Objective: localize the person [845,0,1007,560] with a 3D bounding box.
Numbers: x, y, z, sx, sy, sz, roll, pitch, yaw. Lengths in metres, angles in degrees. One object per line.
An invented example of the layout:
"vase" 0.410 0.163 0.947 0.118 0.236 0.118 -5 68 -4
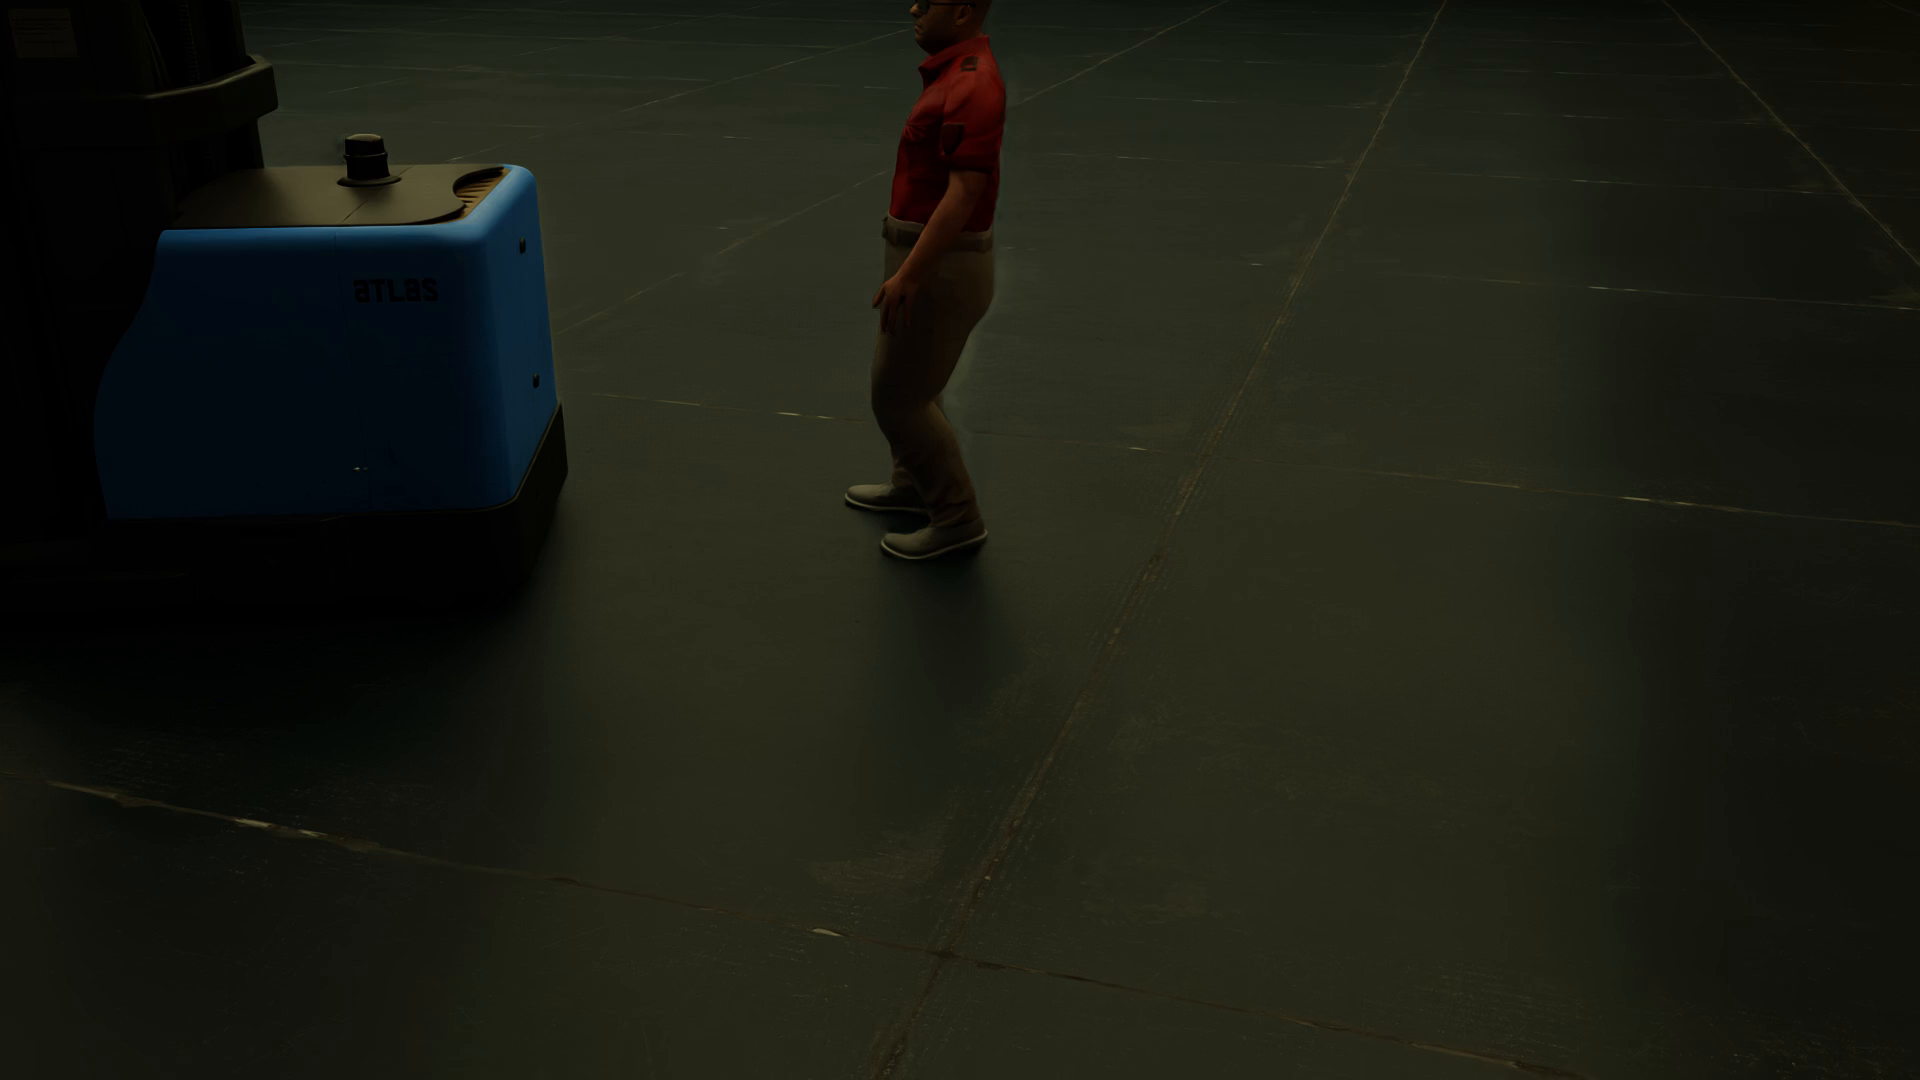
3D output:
"person" -0.124 -0.779 4.809 0.502 1.712 0.713 0 22 0

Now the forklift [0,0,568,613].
"forklift" -2.765 -1.301 4.431 3.031 2.935 1.130 -2 22 -4
